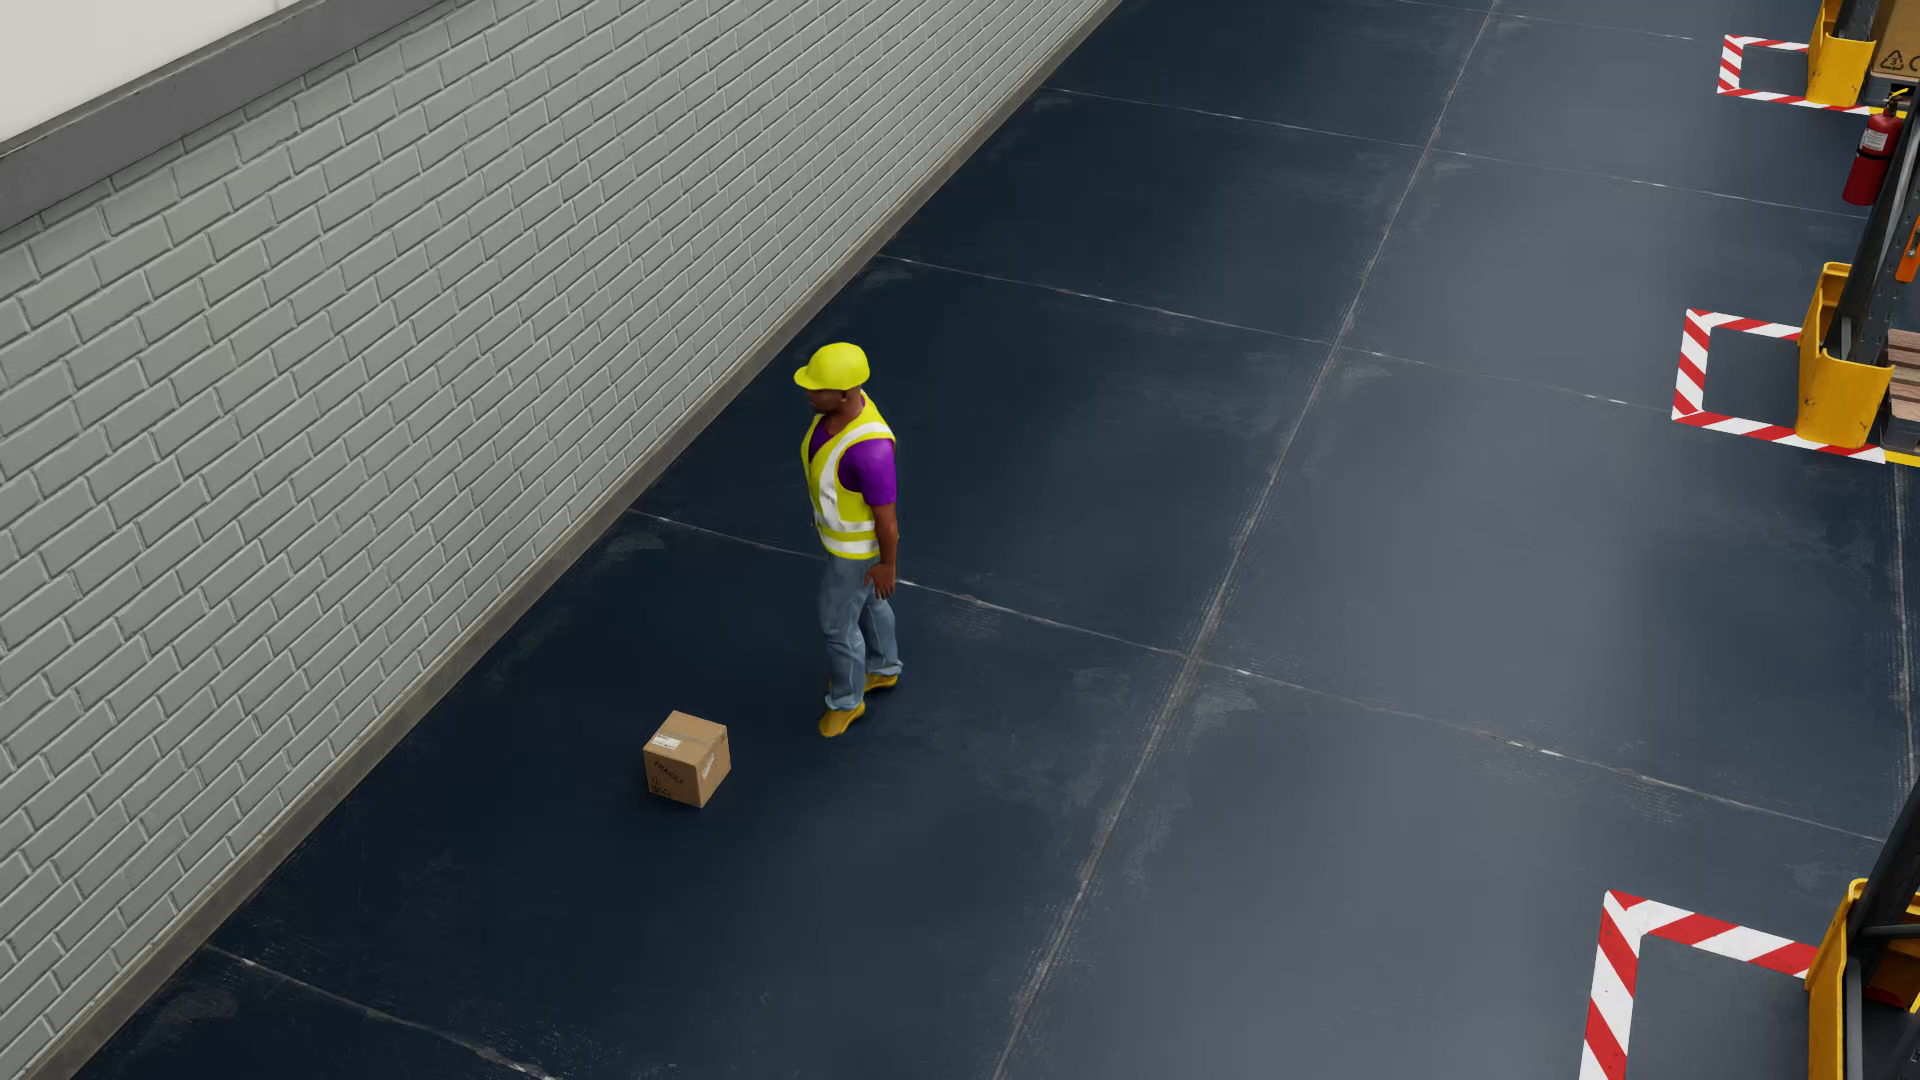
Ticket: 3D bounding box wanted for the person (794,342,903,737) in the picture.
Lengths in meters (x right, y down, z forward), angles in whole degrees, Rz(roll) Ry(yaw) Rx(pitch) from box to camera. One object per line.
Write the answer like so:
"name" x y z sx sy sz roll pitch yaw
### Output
"person" -0.478 0.006 6.838 0.481 1.849 0.585 -10 38 -13
